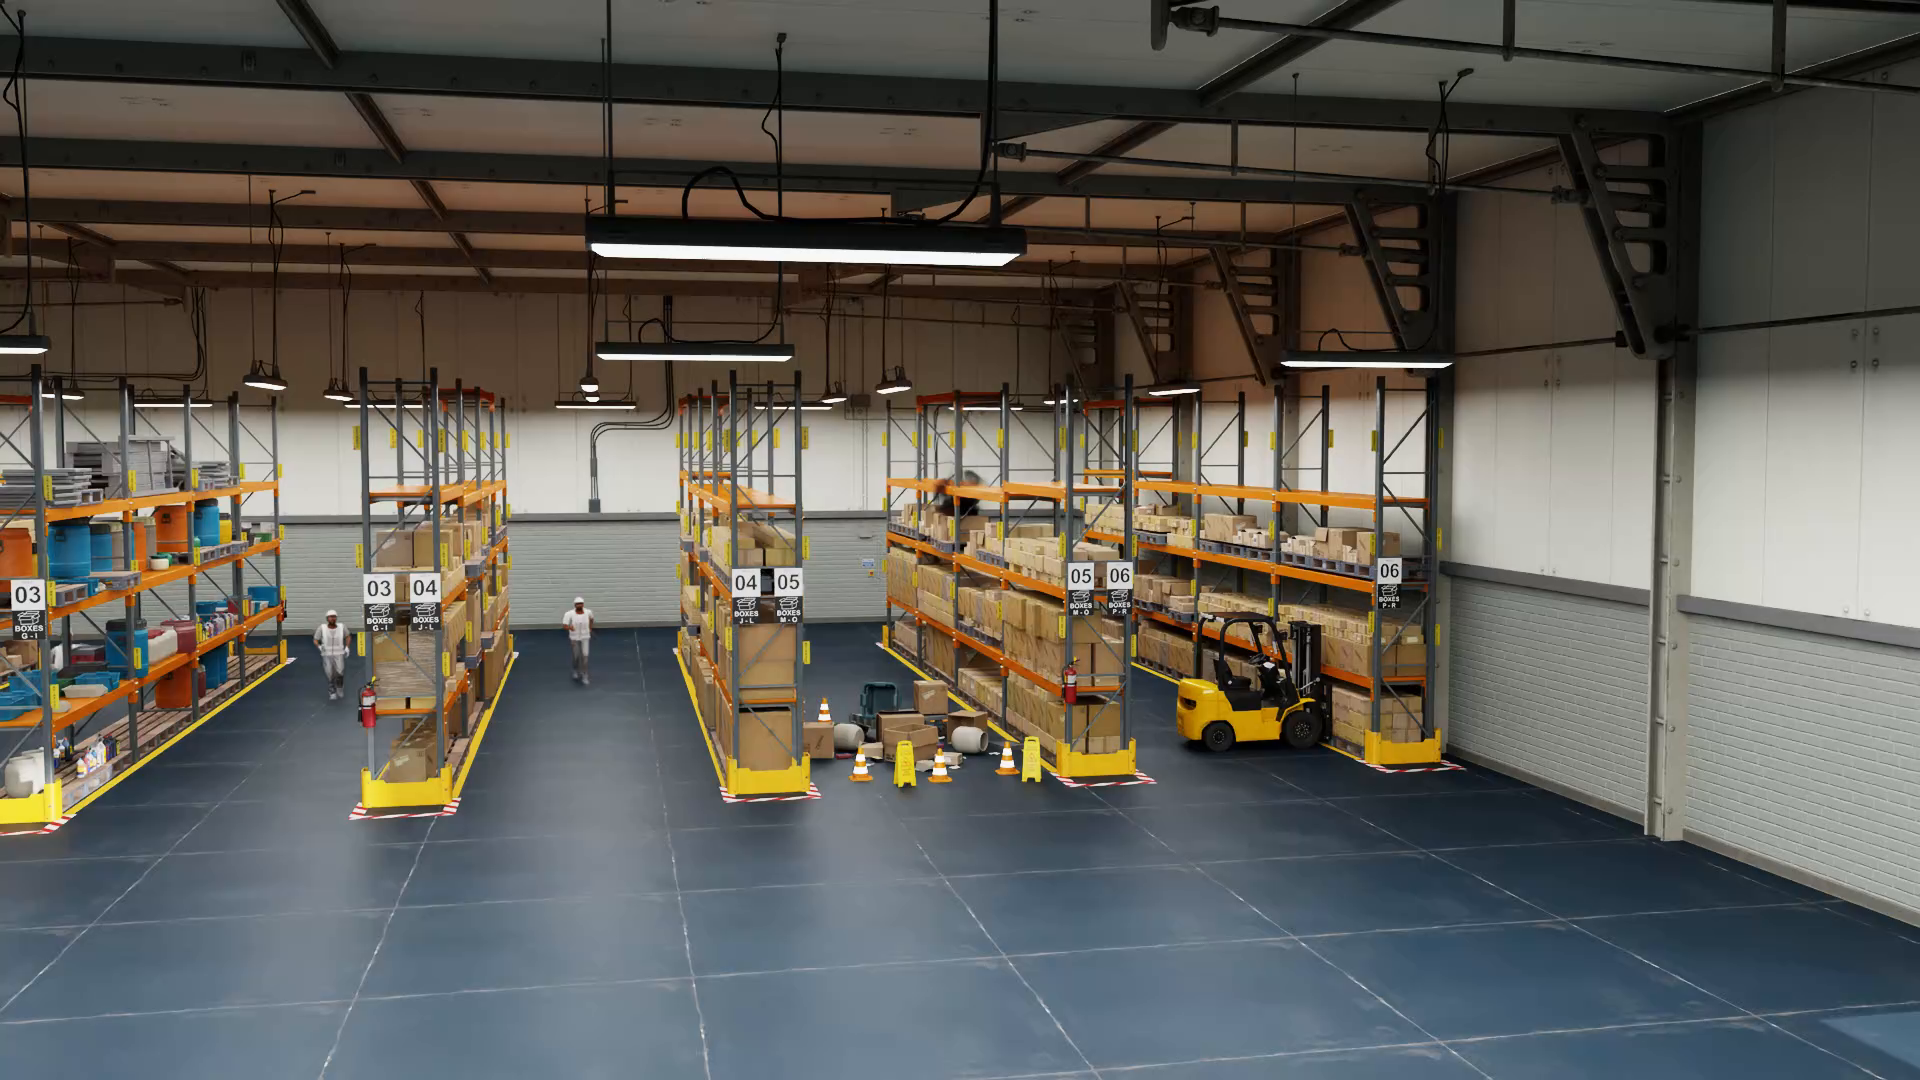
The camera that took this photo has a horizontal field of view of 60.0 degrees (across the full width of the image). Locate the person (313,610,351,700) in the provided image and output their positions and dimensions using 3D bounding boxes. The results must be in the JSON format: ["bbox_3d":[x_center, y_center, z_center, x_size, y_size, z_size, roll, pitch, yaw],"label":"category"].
[{"bbox_3d":[-12.074,2.219,31.990,0.683,1.740,0.587,-1,4,-22],"label":"person"}]

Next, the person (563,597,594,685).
[{"bbox_3d":[-7.896,2.062,34.429,0.640,1.796,0.890,-1,4,-16],"label":"person"}]

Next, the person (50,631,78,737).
[{"bbox_3d":[-15.189,2.415,28.319,0.655,1.793,0.985,-1,4,-18],"label":"person"}]
